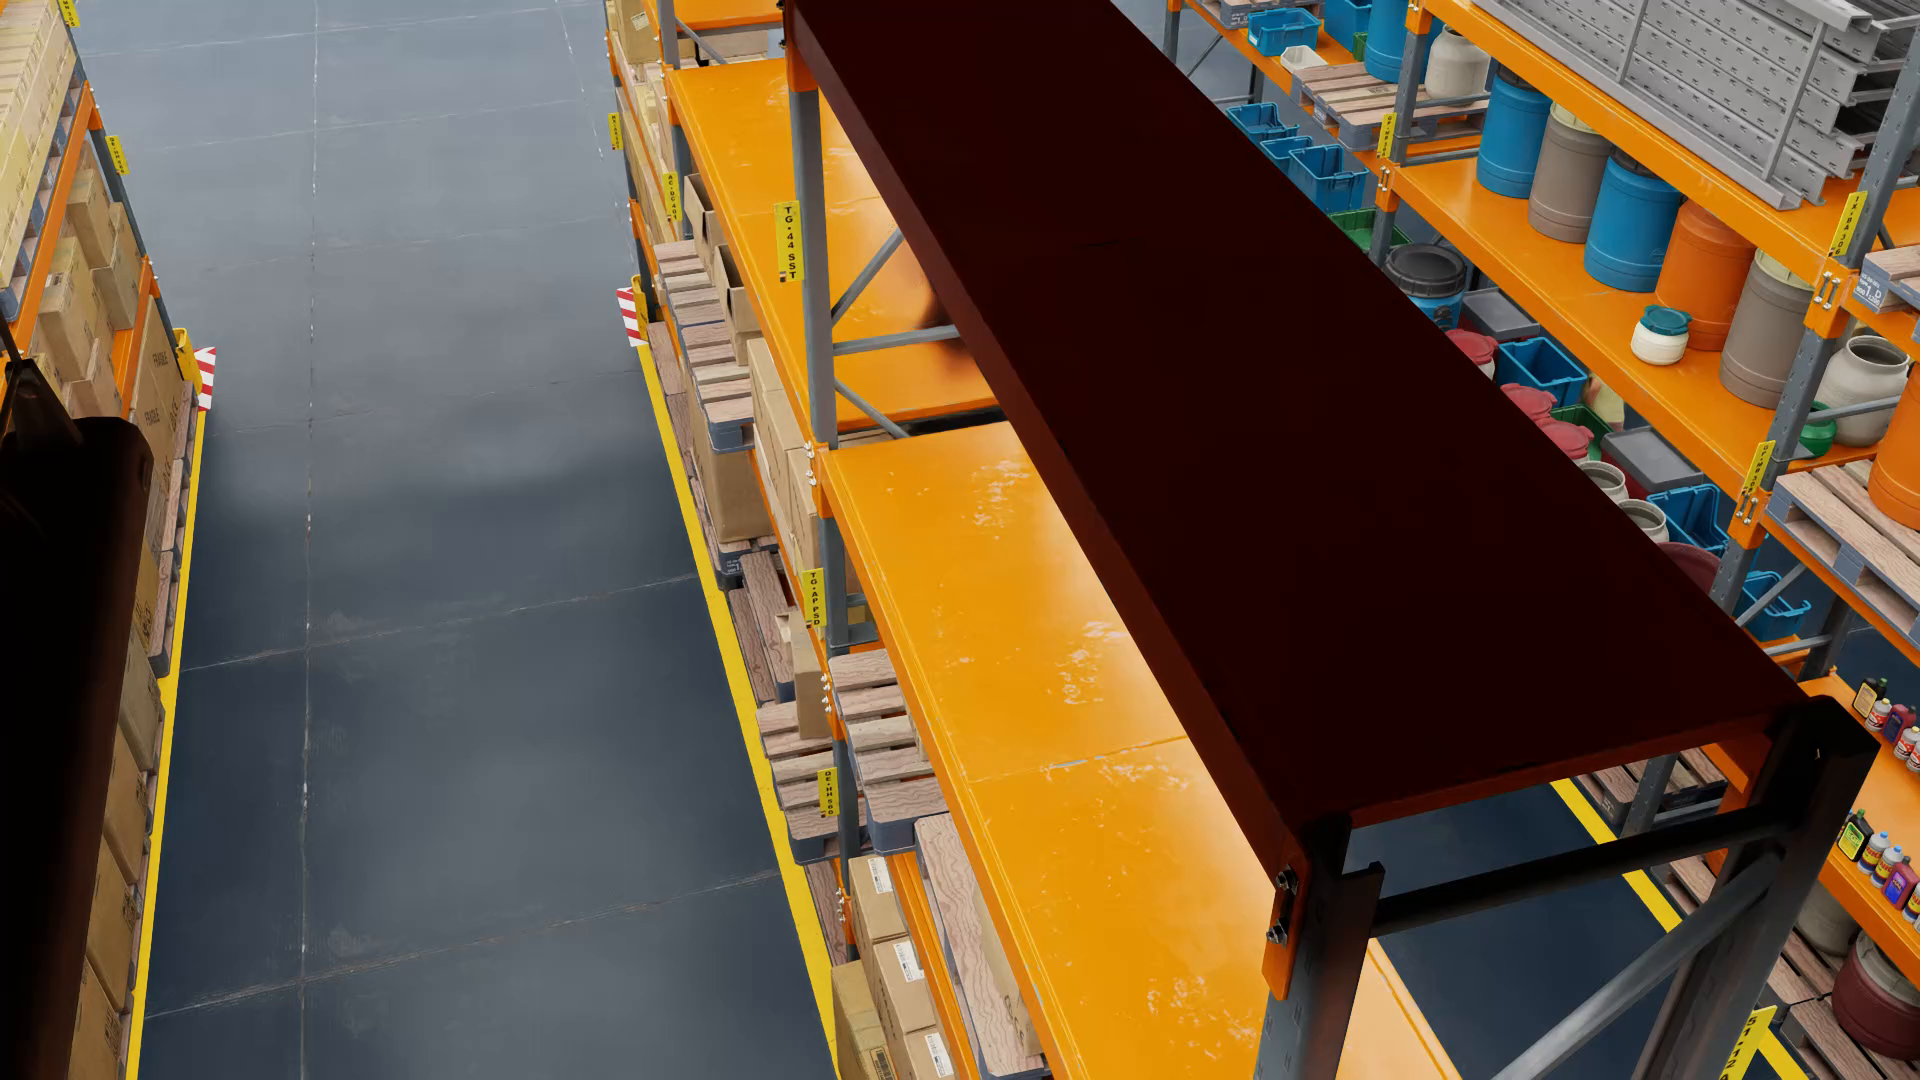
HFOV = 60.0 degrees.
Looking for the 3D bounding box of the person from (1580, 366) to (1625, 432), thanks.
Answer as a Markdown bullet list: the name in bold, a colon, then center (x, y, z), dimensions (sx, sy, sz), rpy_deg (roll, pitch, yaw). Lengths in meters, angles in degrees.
- **person**: center (4.862, -0.863, 12.597), dimensions (0.574, 1.643, 0.939), rpy_deg (-5, 39, -6)
